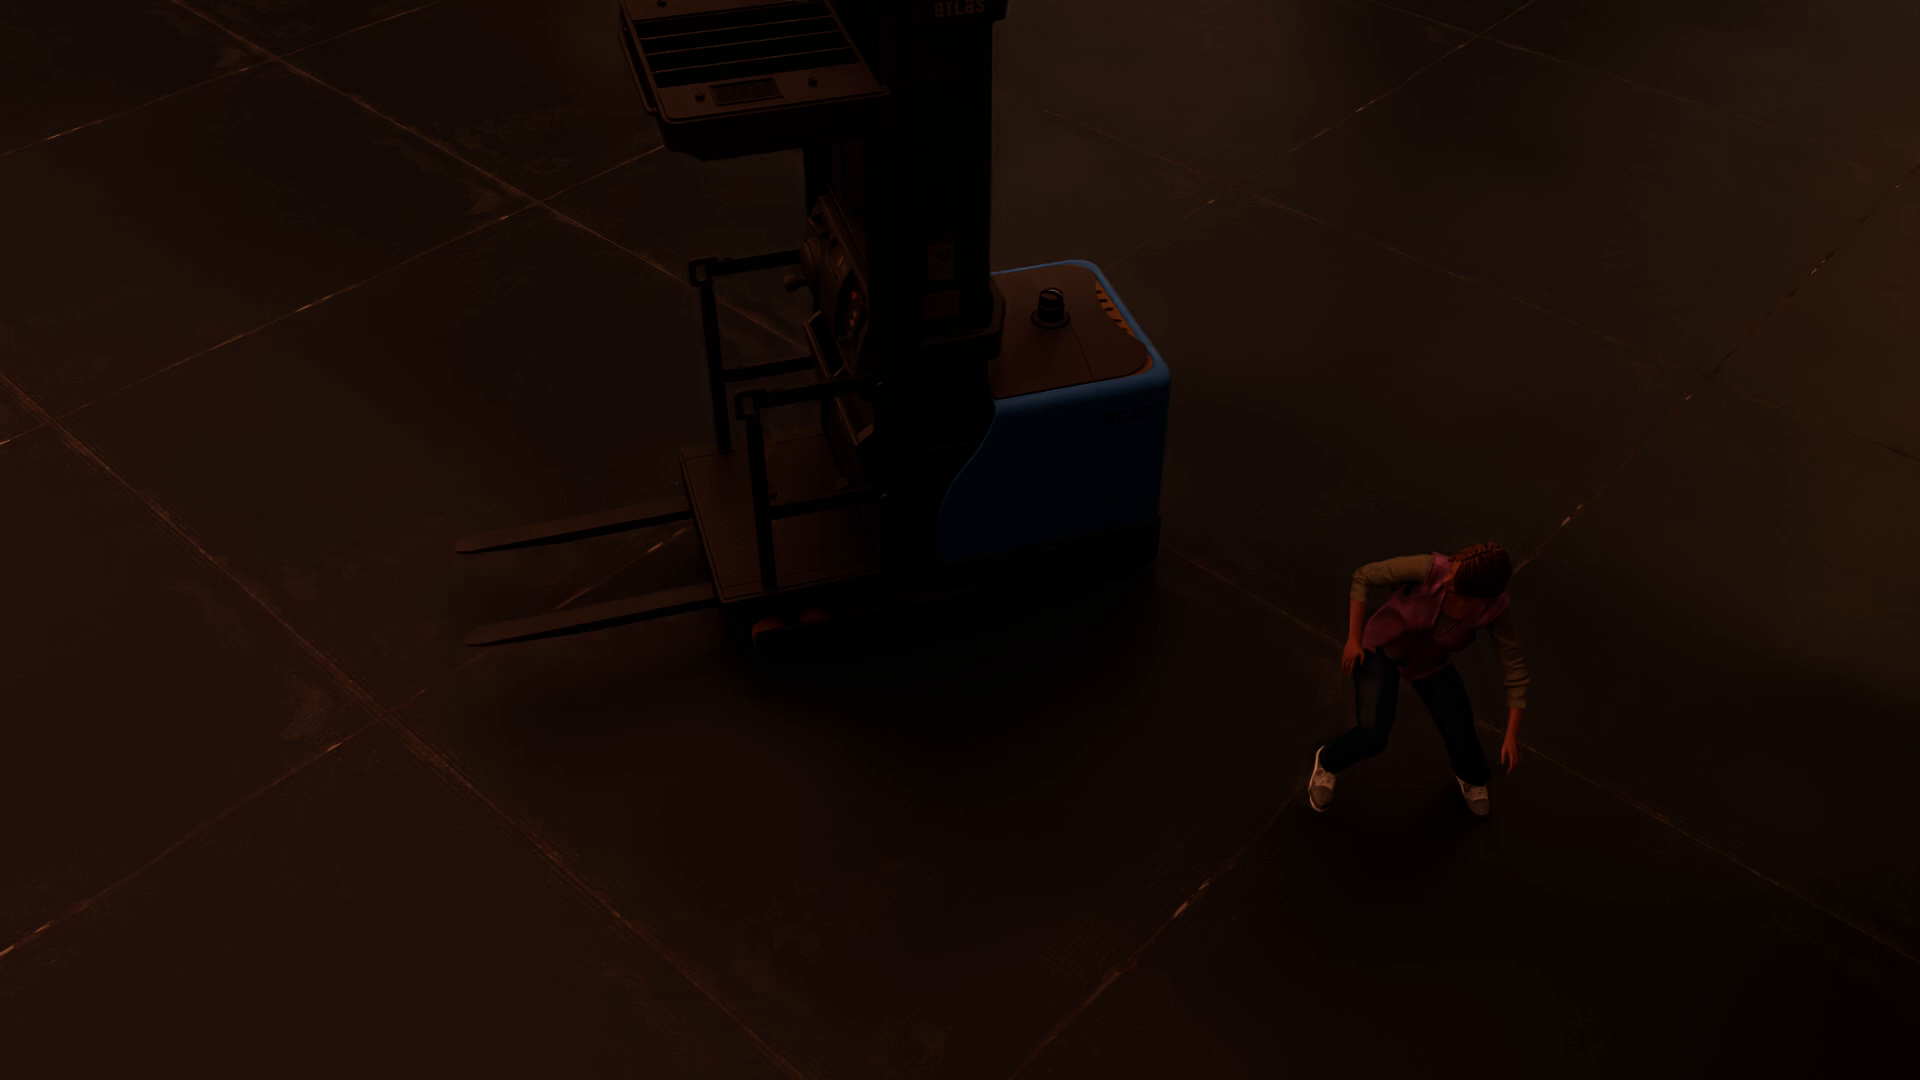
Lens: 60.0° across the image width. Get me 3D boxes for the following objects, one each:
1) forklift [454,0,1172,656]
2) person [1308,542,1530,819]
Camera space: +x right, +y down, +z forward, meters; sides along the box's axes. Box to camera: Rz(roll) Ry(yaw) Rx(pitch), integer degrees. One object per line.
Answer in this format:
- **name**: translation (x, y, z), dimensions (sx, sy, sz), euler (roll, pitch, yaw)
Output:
- **forklift**: translation (-0.681, -1.006, 6.601), dimensions (3.031, 2.935, 1.130), euler (-11, 42, -13)
- **person**: translation (1.709, 0.516, 6.076), dimensions (0.722, 1.381, 0.603), euler (5, 41, 5)
